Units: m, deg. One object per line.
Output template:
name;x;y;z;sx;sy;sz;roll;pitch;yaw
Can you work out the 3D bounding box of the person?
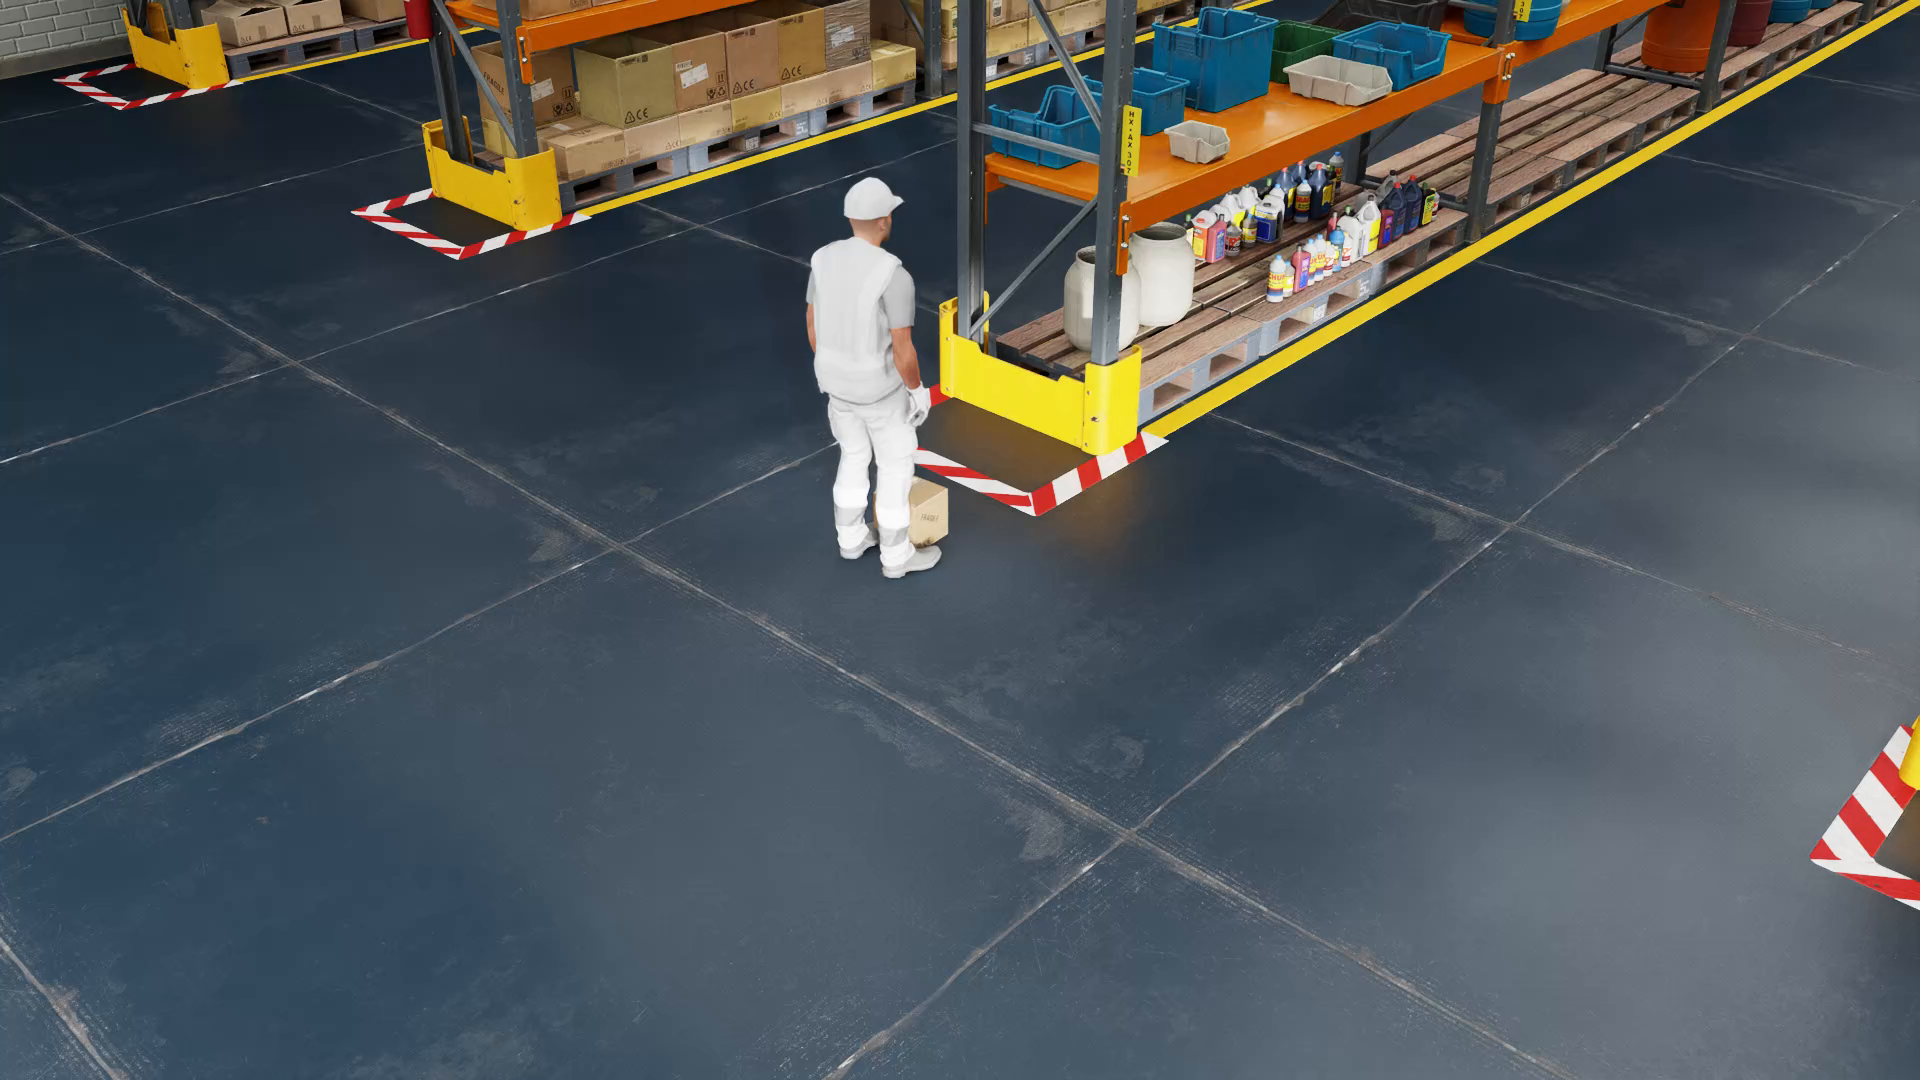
person;-0.393;-0.696;7.276;0.616;1.778;0.453;22;38;32
